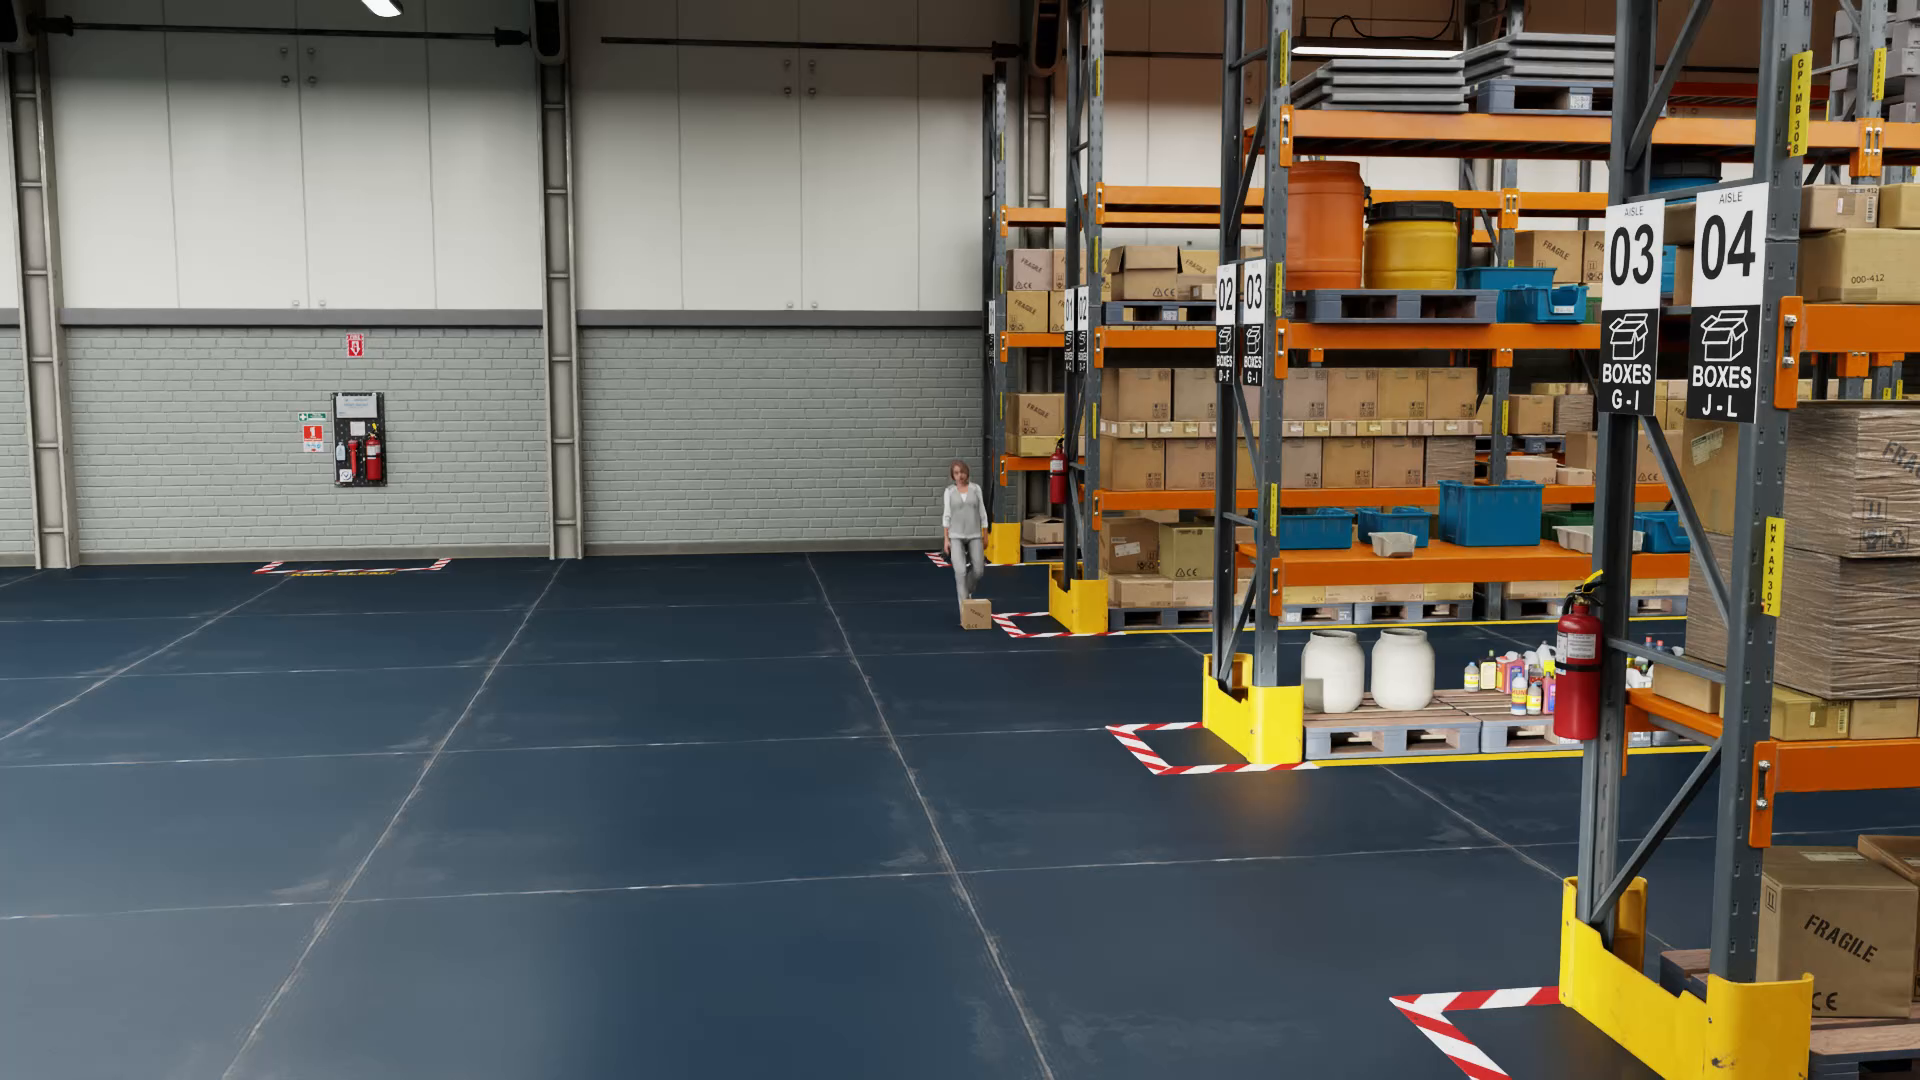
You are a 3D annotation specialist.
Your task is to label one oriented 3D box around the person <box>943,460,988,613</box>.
[{"bbox_3d":[0.067,0.013,16.106,0.453,1.563,0.694,-1,7,-6],"label":"person"}]
